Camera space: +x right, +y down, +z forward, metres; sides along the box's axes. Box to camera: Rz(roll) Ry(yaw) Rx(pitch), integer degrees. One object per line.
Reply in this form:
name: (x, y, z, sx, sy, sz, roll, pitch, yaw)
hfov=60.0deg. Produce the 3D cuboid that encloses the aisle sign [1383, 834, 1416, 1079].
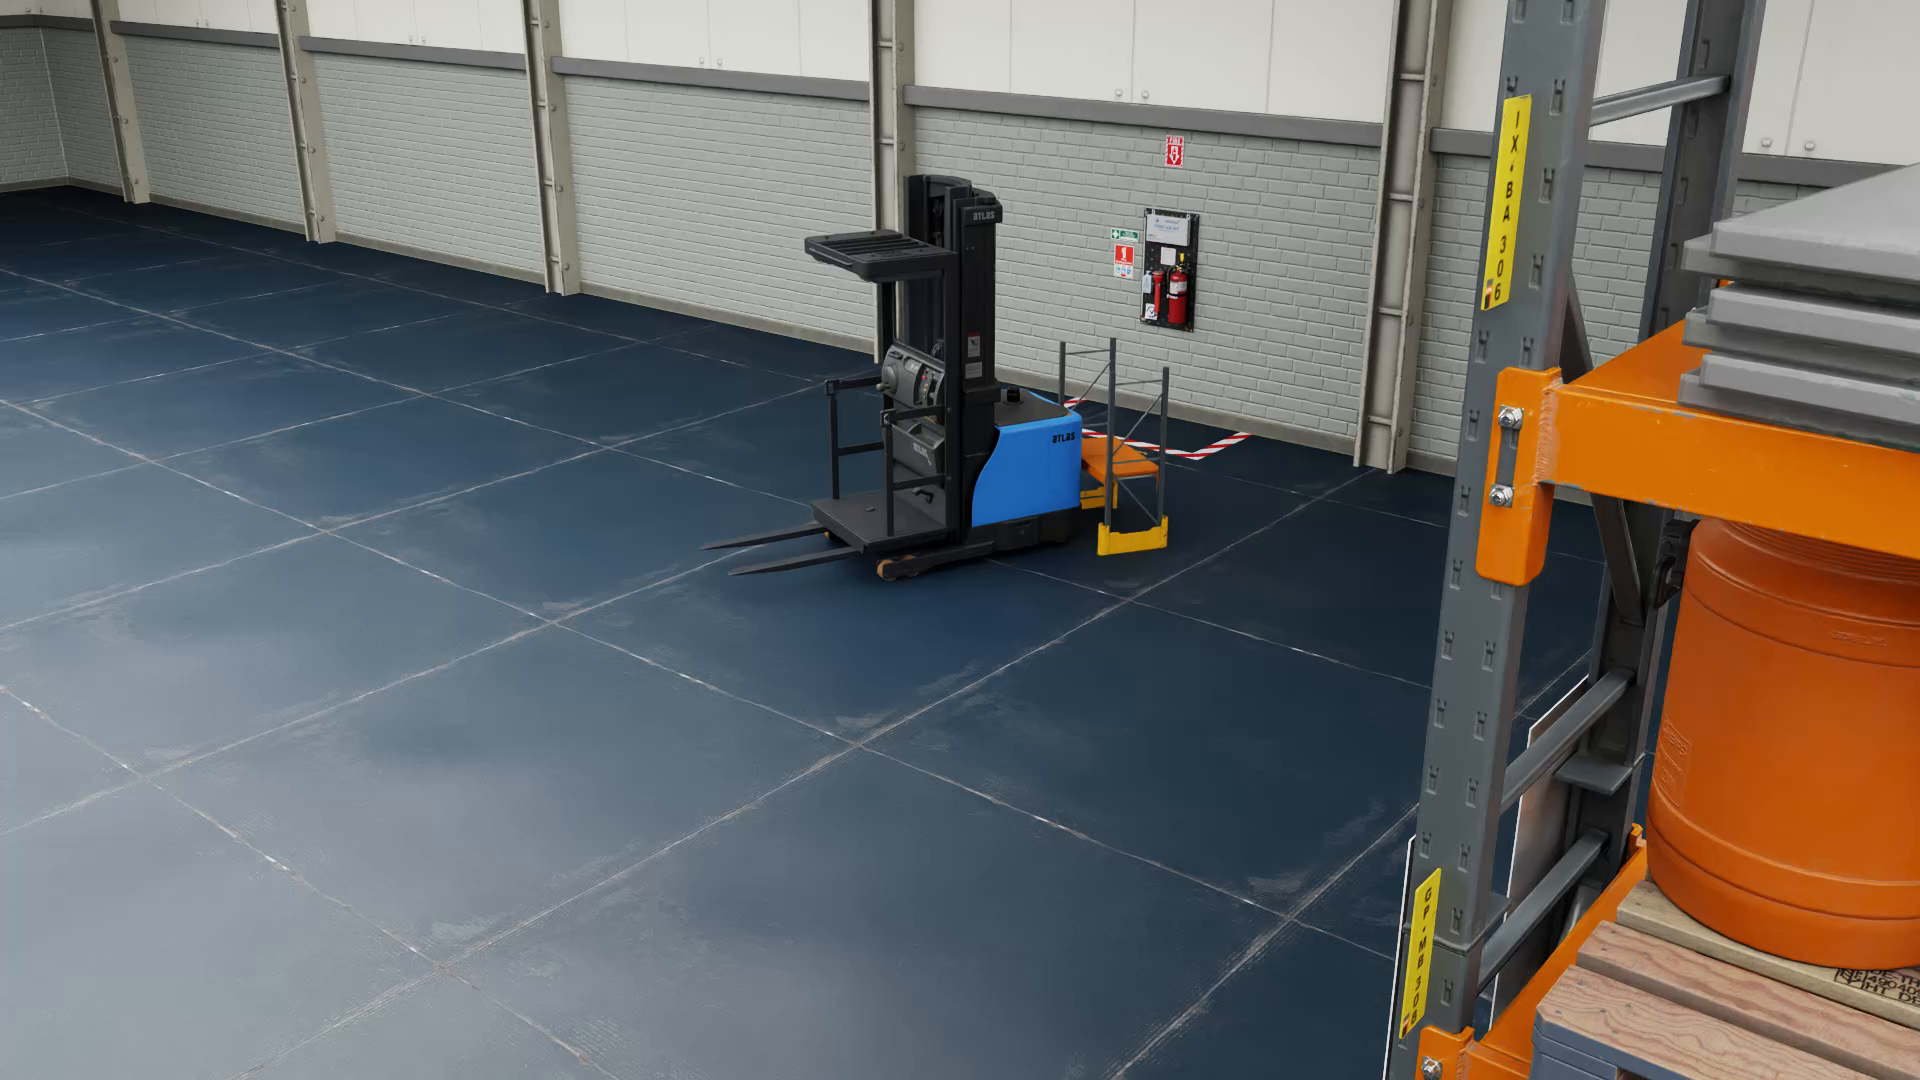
aisle sign: (0.969, 0.879, 3.402, 0.004, 0.787, 0.394, 16, 26, 36)

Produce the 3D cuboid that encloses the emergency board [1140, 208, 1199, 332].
emergency board: (2.024, -2.658, 16.464, 0.643, 1.169, 0.194, 16, 26, 36)

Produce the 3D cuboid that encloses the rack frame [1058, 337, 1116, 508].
rack frame: (1.066, -0.964, 14.098, 0.500, 1.500, 0.032, -7, 22, -18)

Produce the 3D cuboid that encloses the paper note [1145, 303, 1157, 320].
paper note: (1.931, -2.304, 16.775, 0.142, 0.148, 0.016, 16, 26, 36)

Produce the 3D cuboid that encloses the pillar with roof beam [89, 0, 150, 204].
pillar with roof beam: (-17.401, -9.081, 24.994, 0.400, 9.000, 9.100, 16, 26, 36)

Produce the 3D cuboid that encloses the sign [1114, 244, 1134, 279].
sign: (1.661, -2.826, 16.860, 0.234, 0.329, 0.001, 16, 26, 36)

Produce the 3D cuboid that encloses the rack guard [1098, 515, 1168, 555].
rack guard: (1.396, -0.040, 13.420, 0.587, 0.250, 0.087, -7, 22, -18)

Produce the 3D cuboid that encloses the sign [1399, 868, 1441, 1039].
sign: (0.859, 0.773, 3.103, 0.005, 0.325, 0.100, 16, 26, 36)

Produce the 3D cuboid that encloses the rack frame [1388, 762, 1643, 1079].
rack frame: (1.210, 2.031, 4.030, 0.127, 3.000, 1.000, 16, 26, 36)

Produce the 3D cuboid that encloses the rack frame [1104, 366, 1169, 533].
rack frame: (1.396, -0.624, 13.199, 0.500, 1.500, 0.032, -7, 22, -18)

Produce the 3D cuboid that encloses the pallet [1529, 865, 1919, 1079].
pallet: (1.789, 0.927, 2.974, 1.213, 0.211, 1.003, 16, 26, 36)

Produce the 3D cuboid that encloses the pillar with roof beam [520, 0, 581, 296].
pillar with roof beam: (-8.104, -6.403, 17.895, 0.400, 9.000, 9.100, 16, 26, 36)

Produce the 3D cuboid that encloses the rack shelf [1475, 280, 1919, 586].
rack shelf: (2.759, 0.194, 1.986, 4.000, 0.370, 1.077, 16, 26, 36)

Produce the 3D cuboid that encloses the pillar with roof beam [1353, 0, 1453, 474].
pillar with roof beam: (1.193, -3.726, 10.795, 0.400, 9.000, 9.100, 16, 26, 36)

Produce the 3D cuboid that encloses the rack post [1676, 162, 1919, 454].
rack post: (1.715, -0.338, 2.521, 0.937, 0.300, 0.954, -19, 28, -41)

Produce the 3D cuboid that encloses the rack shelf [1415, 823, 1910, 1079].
rack shelf: (2.759, 1.411, 2.445, 4.000, 0.370, 1.077, 16, 26, 36)

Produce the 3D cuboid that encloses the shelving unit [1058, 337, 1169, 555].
shelving unit: (1.234, -0.791, 13.640, 0.587, 1.500, 1.083, -7, 22, -18)

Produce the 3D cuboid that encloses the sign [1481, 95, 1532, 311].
sign: (0.859, -0.529, 2.613, 0.005, 0.325, 0.100, 16, 26, 36)

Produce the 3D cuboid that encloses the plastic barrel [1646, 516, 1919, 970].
plastic barrel: (1.667, 0.304, 3.156, 0.708, 0.830, 0.600, 16, 26, 36)

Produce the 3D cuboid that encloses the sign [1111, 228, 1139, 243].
sign: (1.659, -3.070, 16.757, 0.331, 0.109, 0.001, 16, 26, 36)

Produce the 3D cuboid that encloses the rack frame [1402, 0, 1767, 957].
rack frame: (1.210, -0.776, 2.972, 0.127, 3.000, 1.000, 16, 26, 36)

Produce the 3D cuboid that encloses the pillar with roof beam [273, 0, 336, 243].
pillar with roof beam: (-12.752, -7.742, 21.445, 0.400, 9.000, 9.100, 16, 26, 36)

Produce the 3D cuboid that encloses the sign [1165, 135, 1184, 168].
sign: (2.081, -3.771, 16.132, 0.199, 0.298, 0.001, 16, 26, 36)

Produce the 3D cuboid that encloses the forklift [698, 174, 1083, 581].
forklift: (-0.545, -1.265, 12.870, 3.031, 2.935, 1.130, -11, 23, -27)

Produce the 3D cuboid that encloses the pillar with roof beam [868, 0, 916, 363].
pillar with roof beam: (-3.456, -5.065, 14.345, 0.400, 9.000, 9.100, 16, 26, 36)

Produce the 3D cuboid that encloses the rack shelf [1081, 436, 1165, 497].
rack shelf: (1.231, -0.626, 13.712, 0.538, 0.185, 1.000, -7, 22, -18)

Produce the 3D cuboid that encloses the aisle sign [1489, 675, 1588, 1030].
aisle sign: (1.342, 0.718, 3.830, 0.004, 0.787, 0.394, 16, 26, 36)

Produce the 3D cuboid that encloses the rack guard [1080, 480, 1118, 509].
rack guard: (1.072, -0.373, 14.302, 0.587, 0.250, 0.087, -7, 22, -18)
